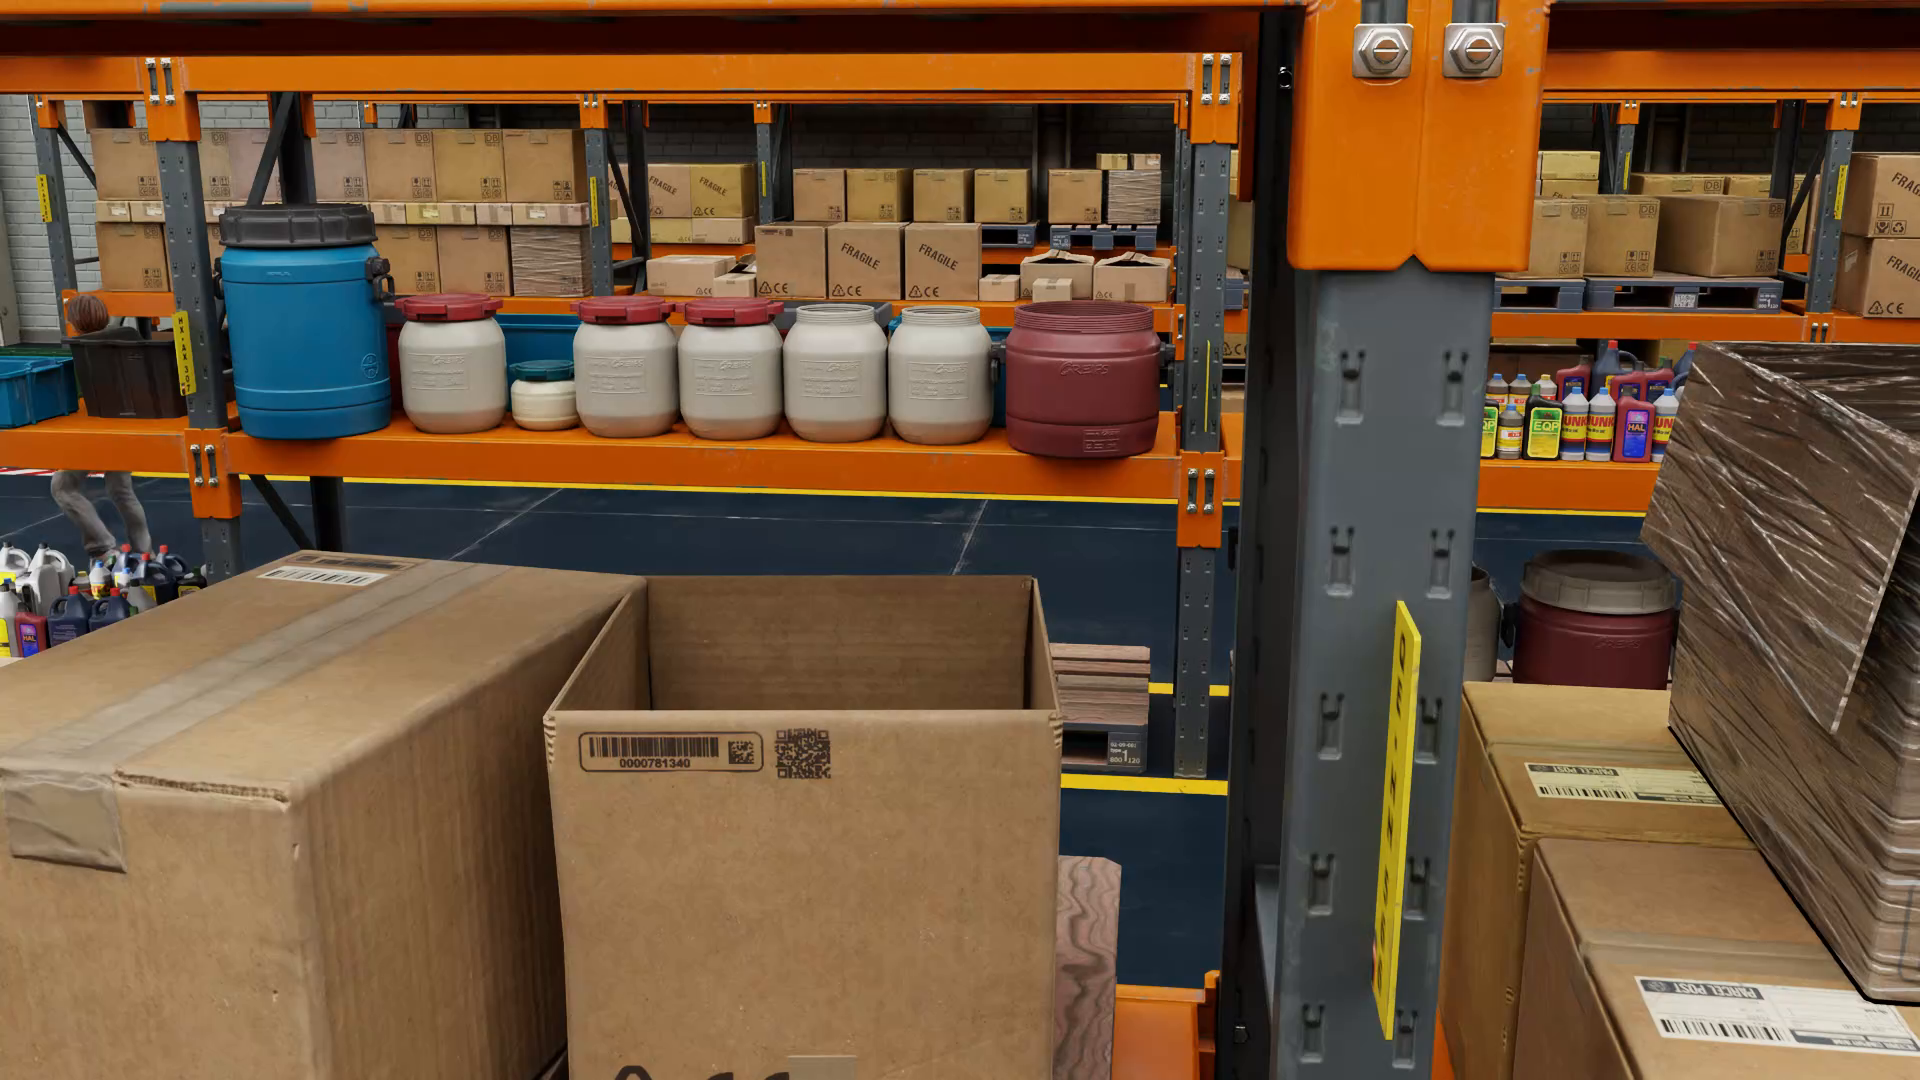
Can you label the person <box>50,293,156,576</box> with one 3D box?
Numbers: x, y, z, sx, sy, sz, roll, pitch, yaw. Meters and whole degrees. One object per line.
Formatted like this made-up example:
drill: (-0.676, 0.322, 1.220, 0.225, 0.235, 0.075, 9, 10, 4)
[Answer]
person: (-4.738, -0.540, 9.161, 0.485, 1.627, 0.471, 2, 15, 6)
